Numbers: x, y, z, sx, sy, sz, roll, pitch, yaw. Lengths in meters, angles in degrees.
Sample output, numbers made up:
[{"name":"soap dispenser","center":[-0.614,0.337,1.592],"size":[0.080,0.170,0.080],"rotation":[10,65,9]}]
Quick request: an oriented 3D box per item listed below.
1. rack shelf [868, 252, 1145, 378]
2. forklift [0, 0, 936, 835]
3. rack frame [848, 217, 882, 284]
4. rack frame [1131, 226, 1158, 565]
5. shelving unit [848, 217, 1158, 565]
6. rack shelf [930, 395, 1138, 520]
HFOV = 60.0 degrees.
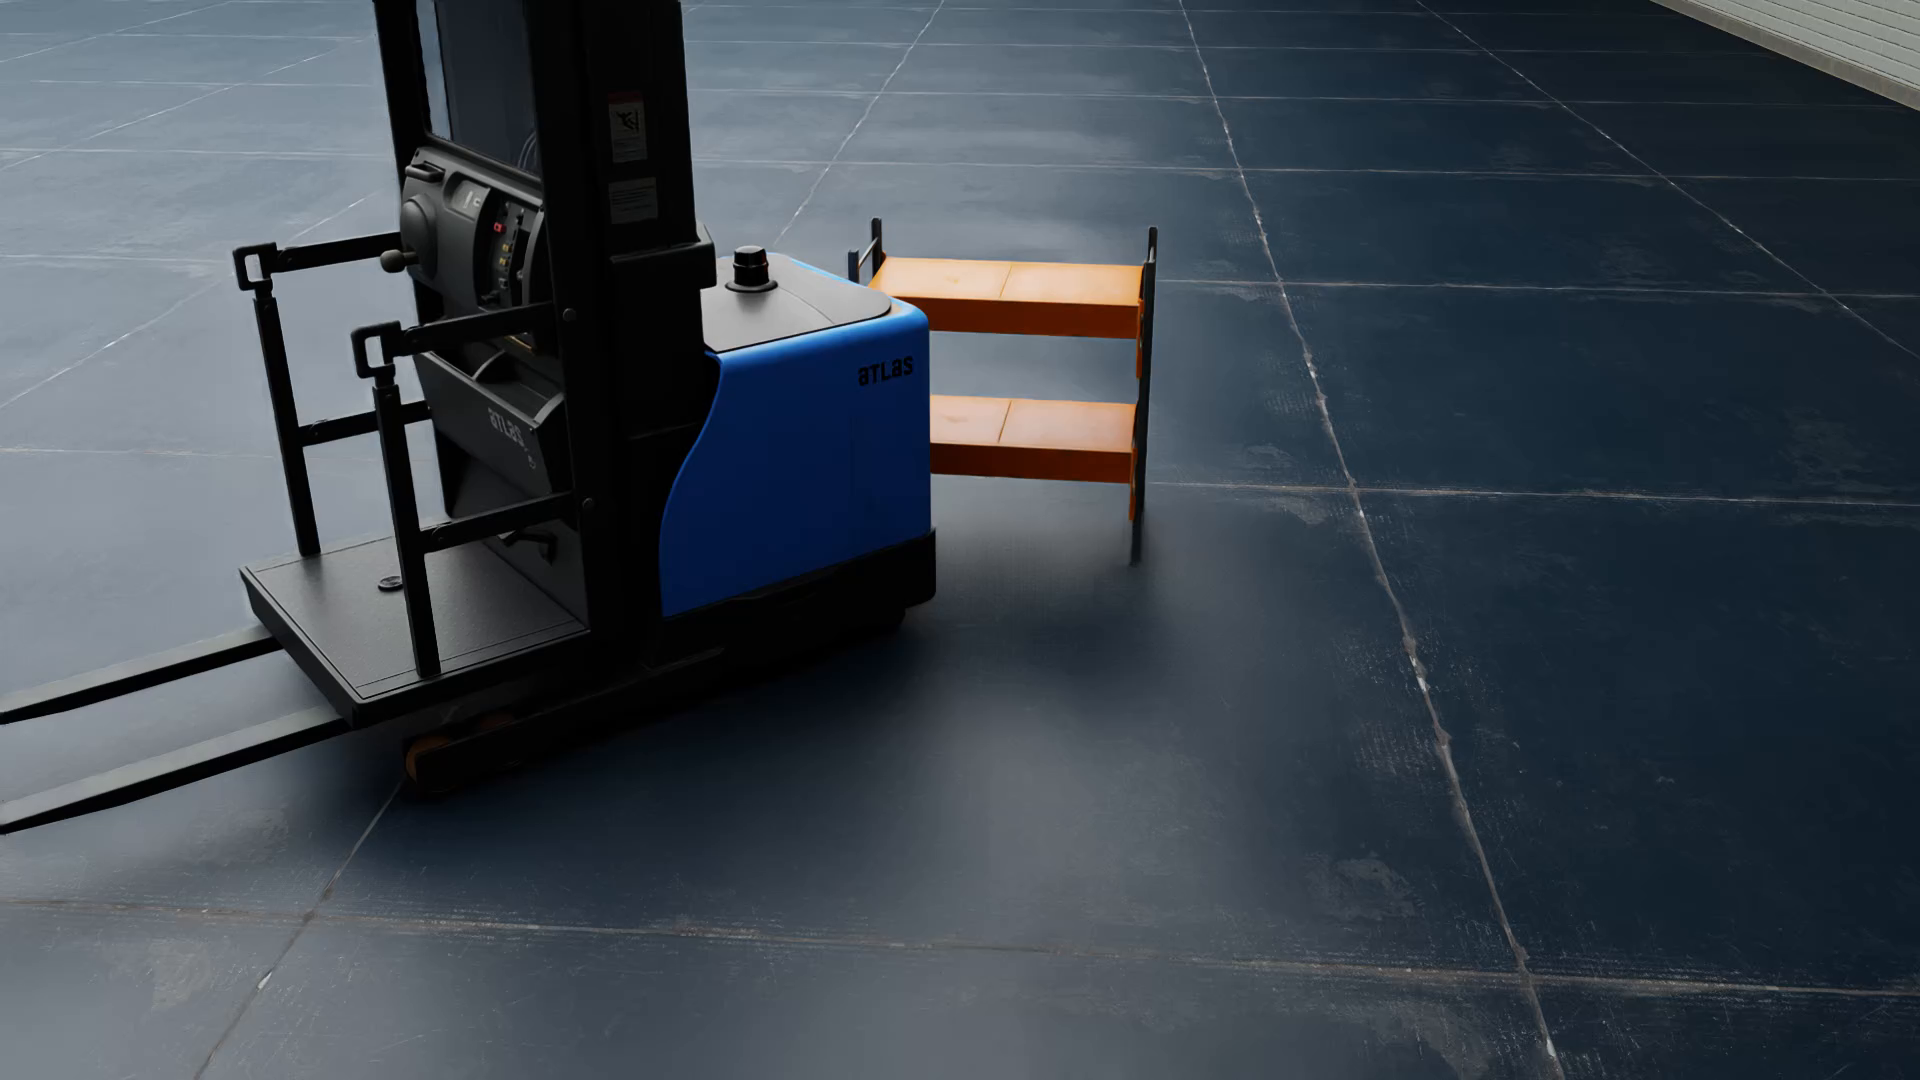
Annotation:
[{"name":"rack shelf","center":[0.166,-0.819,5.984],"size":[1.000,0.278,0.538],"rotation":[3,25,7]},{"name":"forklift","center":[-1.558,-0.867,4.627],"size":[3.031,2.935,1.130],"rotation":[-18,30,-34]},{"name":"rack frame","center":[-0.338,-0.581,6.167],"size":[0.032,1.125,0.500],"rotation":[3,25,7]},{"name":"rack frame","center":[0.670,-0.525,6.045],"size":[0.032,1.125,0.500],"rotation":[3,25,7]},{"name":"shelving unit","center":[0.166,-0.553,6.106],"size":[1.048,1.125,0.538],"rotation":[3,25,7]},{"name":"rack shelf","center":[0.166,-0.331,6.208],"size":[1.000,0.278,0.538],"rotation":[3,25,7]}]
